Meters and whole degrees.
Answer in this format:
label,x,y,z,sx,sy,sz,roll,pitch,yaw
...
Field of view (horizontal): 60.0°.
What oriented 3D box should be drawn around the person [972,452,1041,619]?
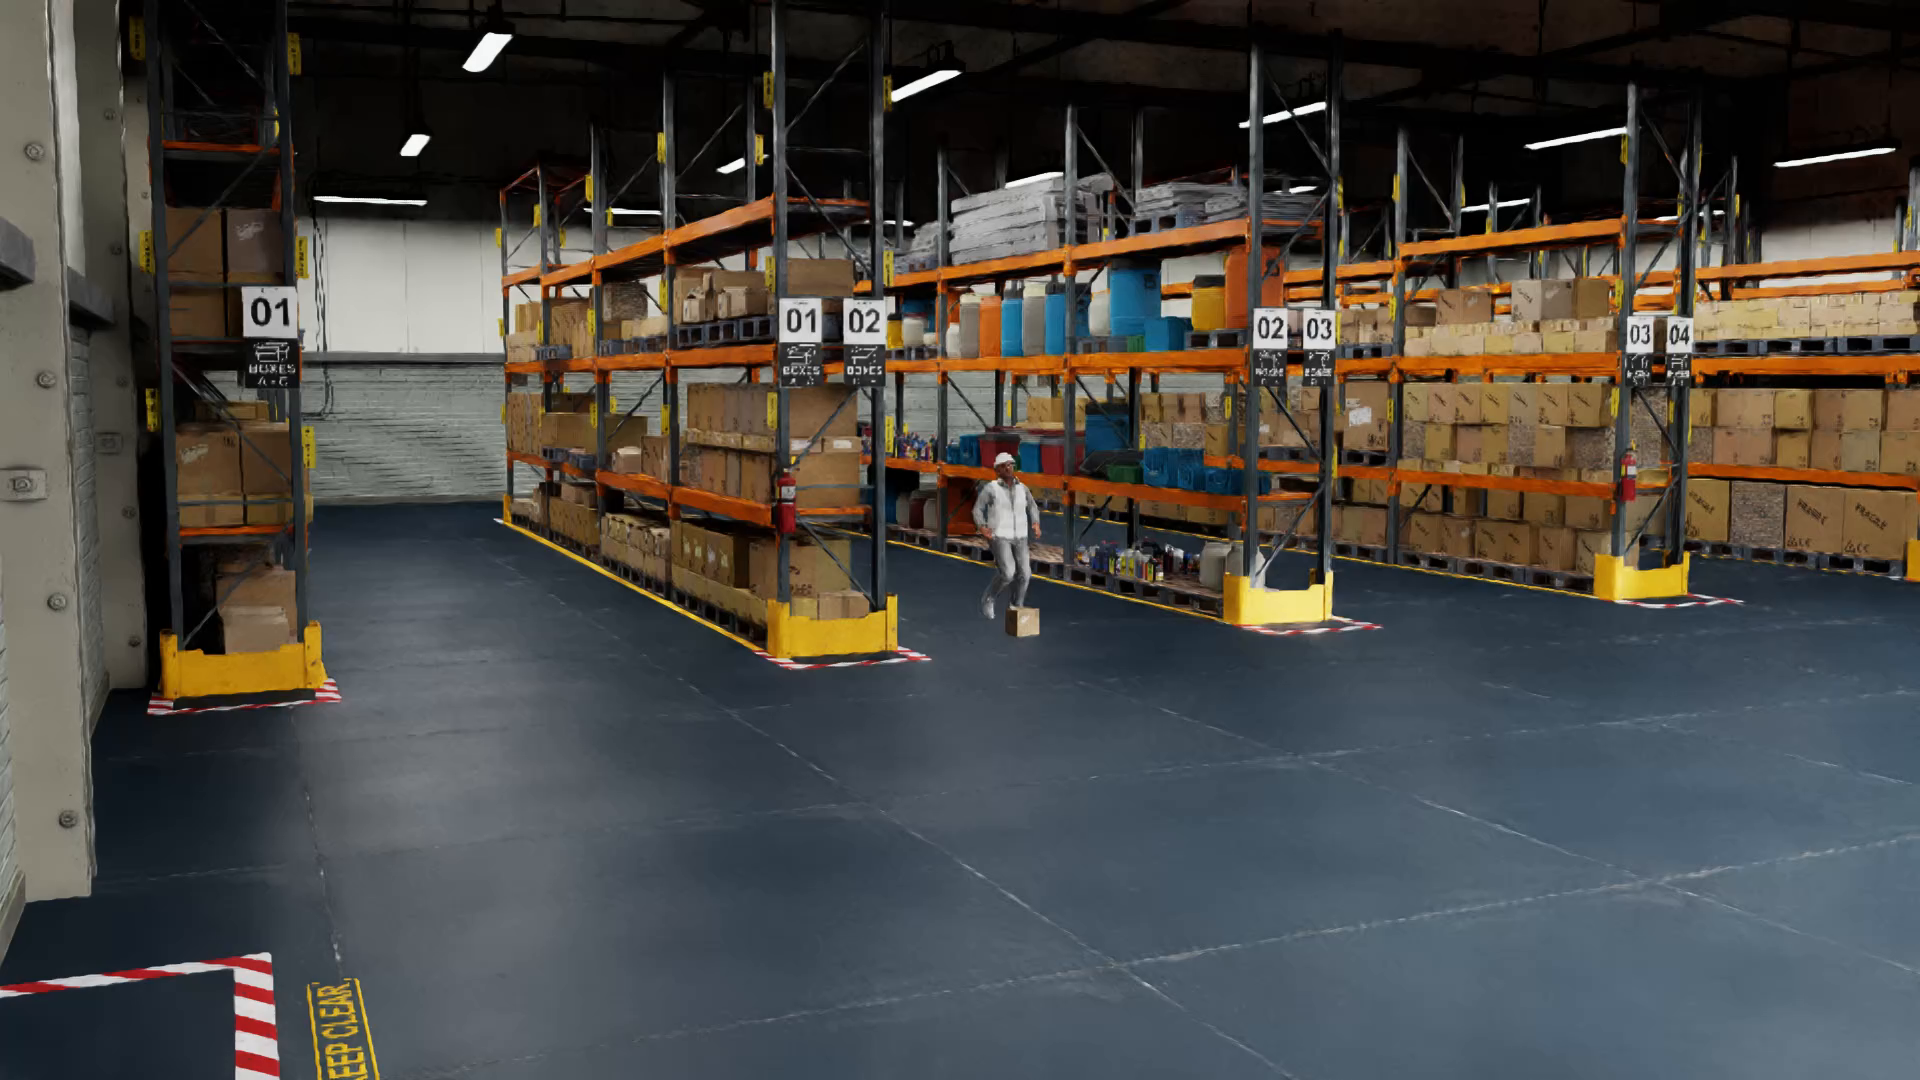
label,x,y,z,sx,sy,sz,roll,pitch,yaw
person,0.528,-0.028,17.083,0.713,1.747,0.503,-3,6,-28
